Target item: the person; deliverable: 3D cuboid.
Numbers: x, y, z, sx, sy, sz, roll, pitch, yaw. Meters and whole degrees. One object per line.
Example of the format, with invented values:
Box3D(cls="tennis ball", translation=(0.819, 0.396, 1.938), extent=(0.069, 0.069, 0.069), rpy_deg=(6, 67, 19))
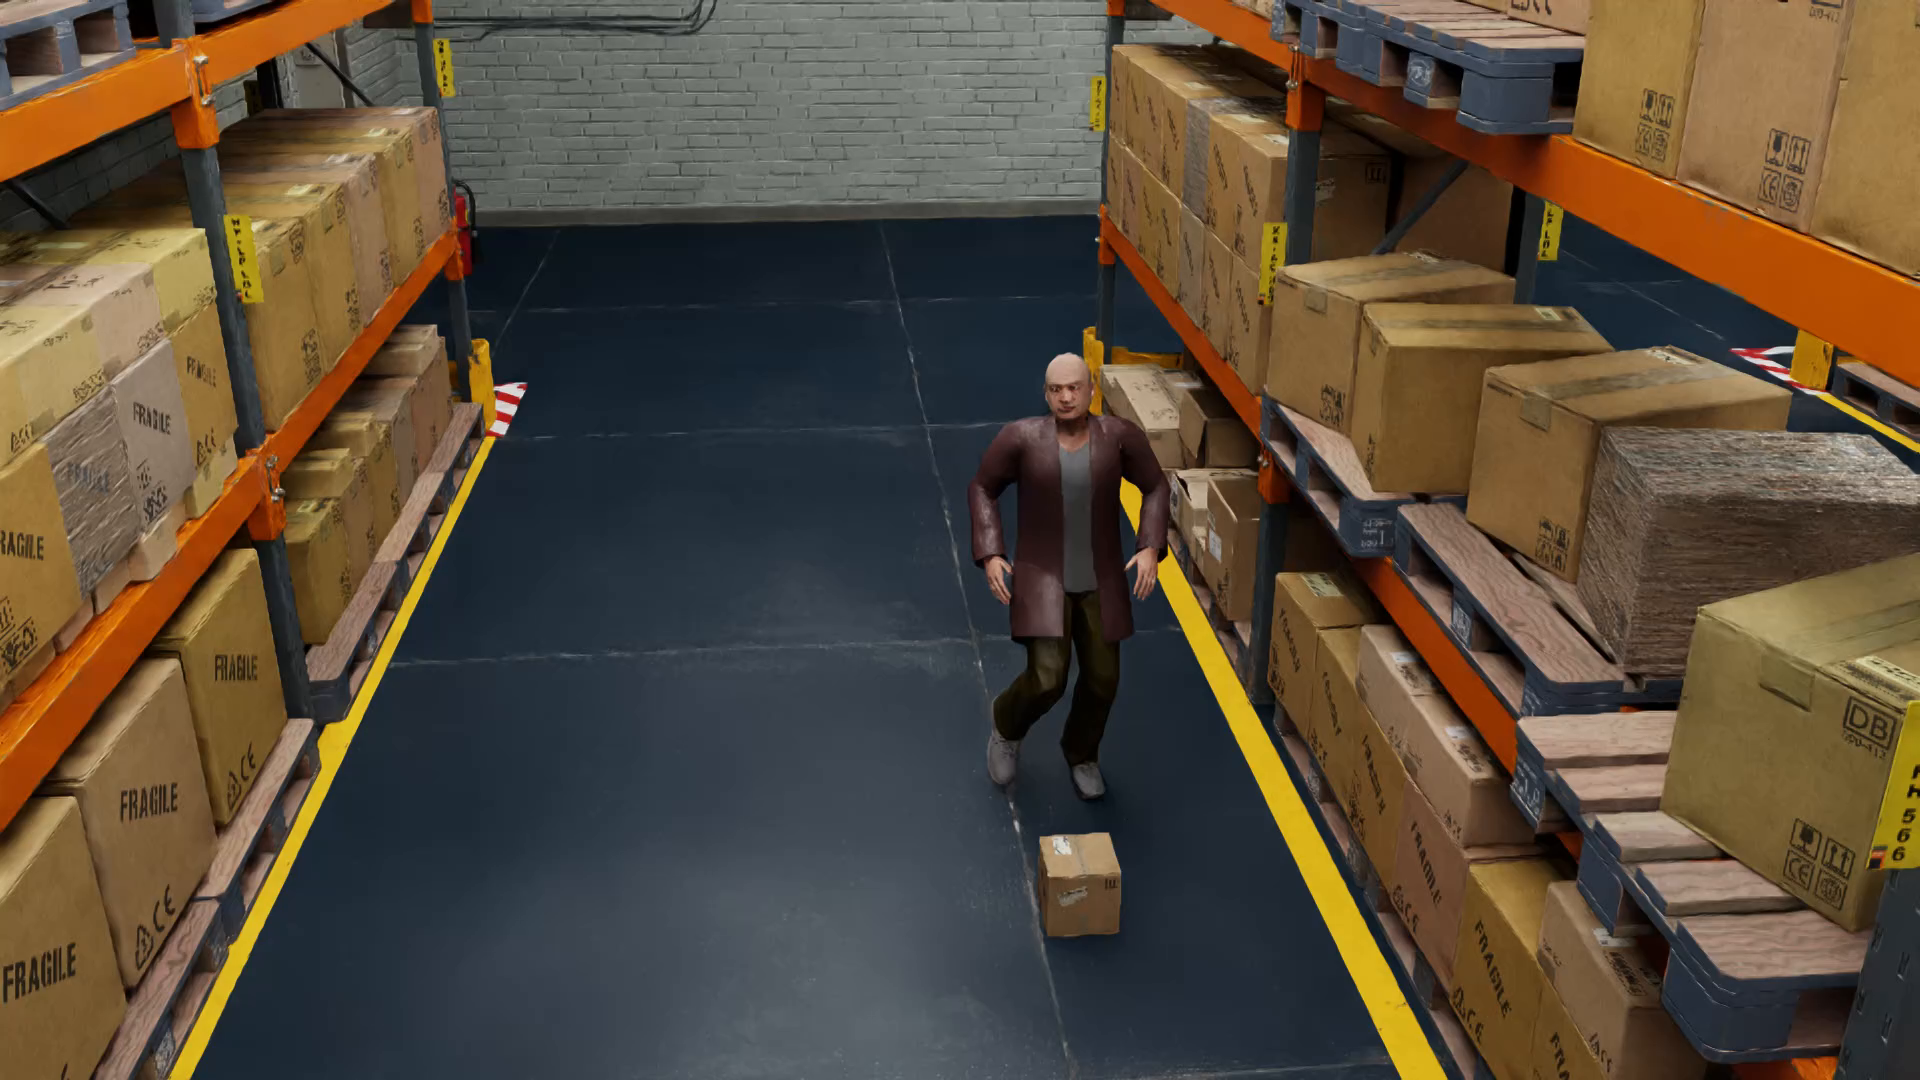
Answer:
Box3D(cls="person", translation=(0.437, 0.156, 6.305), extent=(0.772, 1.744, 0.524), rpy_deg=(-5, 24, -12))
